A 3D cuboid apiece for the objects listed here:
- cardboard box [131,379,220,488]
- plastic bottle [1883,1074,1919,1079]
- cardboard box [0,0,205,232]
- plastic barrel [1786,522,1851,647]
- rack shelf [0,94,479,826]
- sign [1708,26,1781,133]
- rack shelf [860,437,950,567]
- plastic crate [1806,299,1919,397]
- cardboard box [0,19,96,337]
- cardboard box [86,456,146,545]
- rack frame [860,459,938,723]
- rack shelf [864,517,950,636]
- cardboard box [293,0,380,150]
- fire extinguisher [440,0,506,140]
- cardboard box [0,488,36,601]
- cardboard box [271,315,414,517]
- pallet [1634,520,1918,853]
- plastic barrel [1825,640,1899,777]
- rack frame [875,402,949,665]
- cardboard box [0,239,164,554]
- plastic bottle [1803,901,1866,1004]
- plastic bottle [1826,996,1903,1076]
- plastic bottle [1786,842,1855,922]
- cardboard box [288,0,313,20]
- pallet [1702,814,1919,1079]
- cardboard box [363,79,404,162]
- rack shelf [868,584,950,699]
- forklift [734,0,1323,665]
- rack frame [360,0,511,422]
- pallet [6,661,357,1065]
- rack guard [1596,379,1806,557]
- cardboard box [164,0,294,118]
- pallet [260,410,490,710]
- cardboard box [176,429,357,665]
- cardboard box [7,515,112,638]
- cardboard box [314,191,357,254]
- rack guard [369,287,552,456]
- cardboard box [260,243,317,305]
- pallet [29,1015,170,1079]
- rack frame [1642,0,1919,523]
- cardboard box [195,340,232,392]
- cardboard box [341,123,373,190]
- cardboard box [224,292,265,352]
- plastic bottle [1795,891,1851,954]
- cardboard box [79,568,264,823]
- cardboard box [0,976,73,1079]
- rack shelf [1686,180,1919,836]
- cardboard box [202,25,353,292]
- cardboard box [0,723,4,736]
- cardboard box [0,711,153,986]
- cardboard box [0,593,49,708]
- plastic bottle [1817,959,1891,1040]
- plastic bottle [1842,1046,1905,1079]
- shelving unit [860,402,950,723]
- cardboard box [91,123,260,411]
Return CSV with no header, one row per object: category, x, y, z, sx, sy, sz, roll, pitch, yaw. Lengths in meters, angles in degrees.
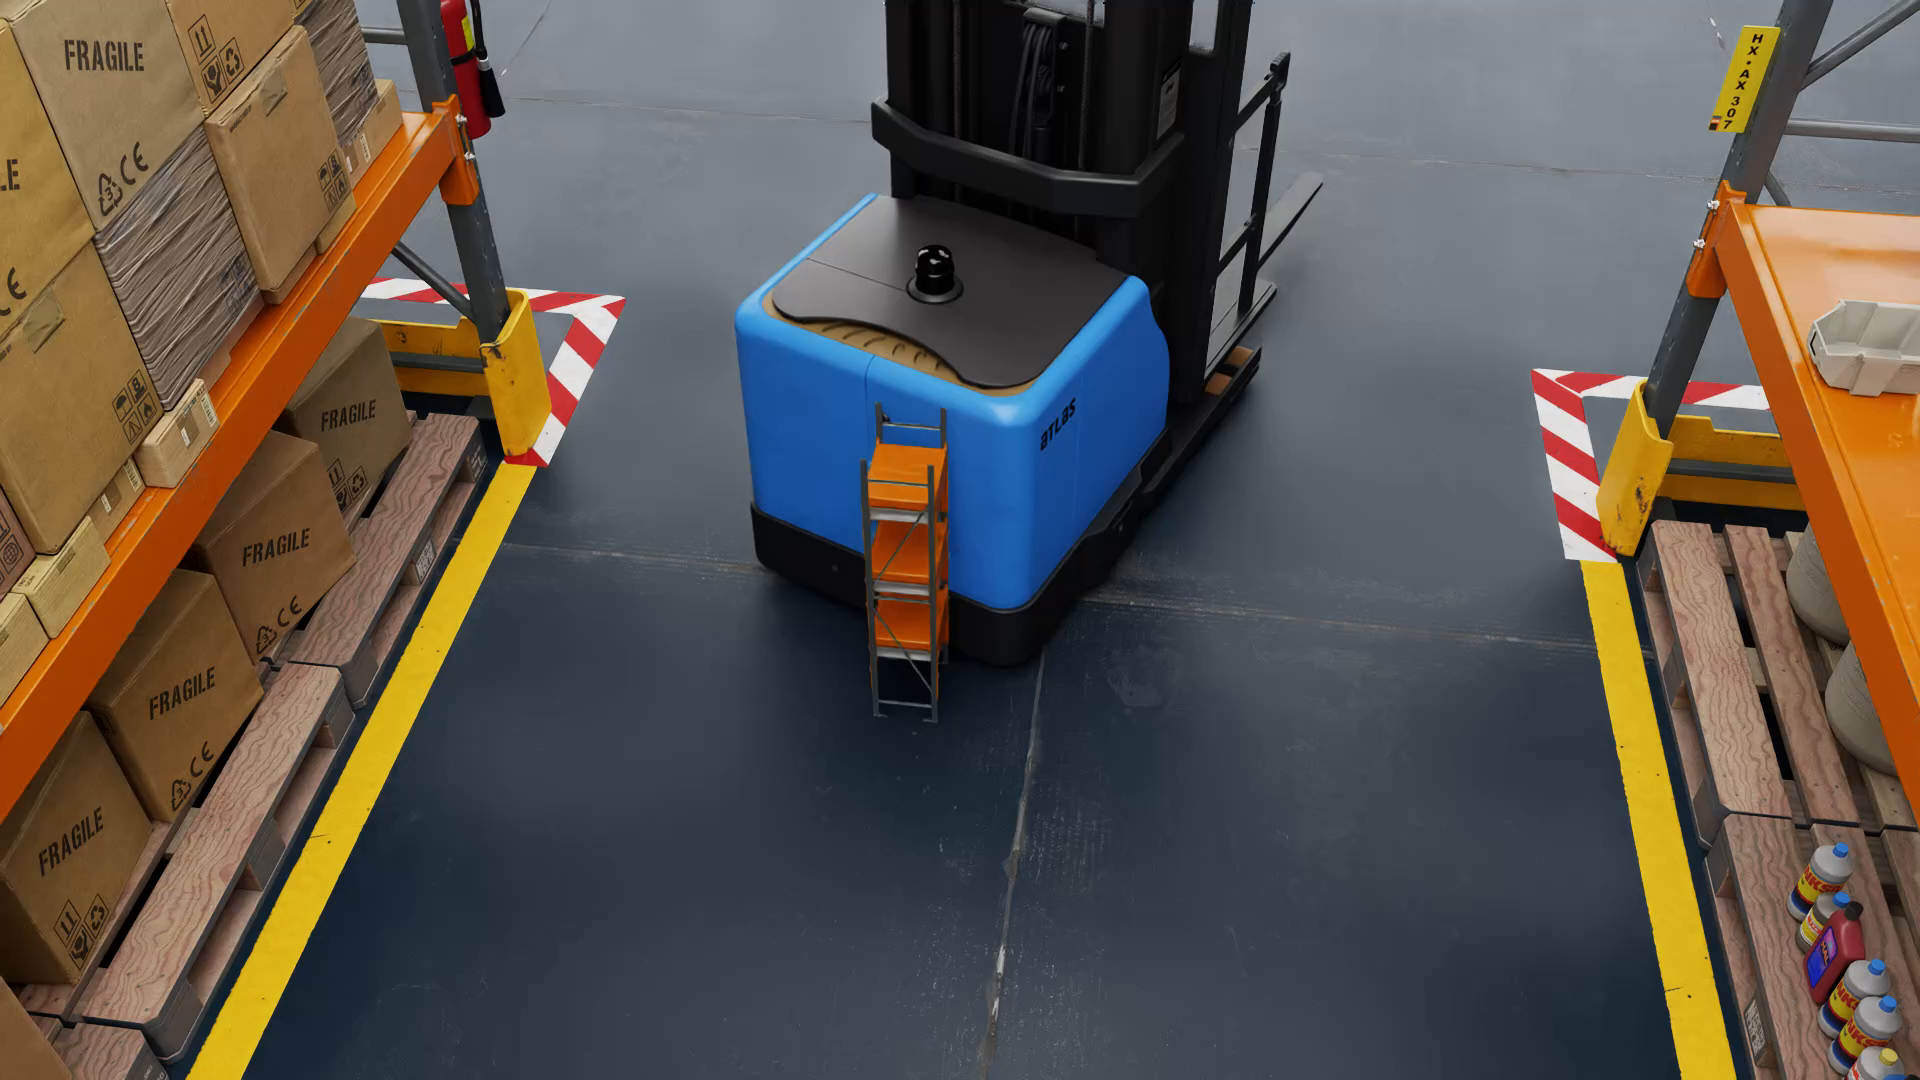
cardboard box,-2.052,-0.275,4.042,0.380,0.149,0.250,5,44,6
plastic bottle,2.151,1.317,3.842,0.097,0.271,0.097,0,43,0
cardboard box,-2.081,-1.040,3.650,0.500,0.500,0.500,5,44,6
plastic barrel,2.774,0.045,5.025,0.421,0.512,0.421,0,43,0
rack shelf,-2.389,0.013,4.078,1.077,0.370,4.000,5,44,6
sign,2.240,-1.315,4.755,0.100,0.325,0.005,5,44,6
rack shelf,-0.153,-0.107,4.702,0.215,0.259,0.240,5,44,6
plastic crate,2.348,-0.485,4.272,0.298,0.136,0.250,5,44,6
cardboard box,-2.155,-0.700,3.291,0.500,0.500,0.500,5,44,6
cardboard box,-2.153,-0.111,3.869,0.380,0.149,0.250,5,44,6
rack frame,-0.169,0.175,4.802,0.200,1.050,0.008,5,44,6
rack shelf,-0.153,0.099,4.897,0.215,0.259,0.240,5,44,6
cardboard box,-2.224,-1.383,4.740,0.875,0.500,0.500,5,44,6
fire extinguisher,-1.652,-1.619,5.335,0.296,0.674,0.183,5,44,6
cardboard box,-2.465,-0.018,3.298,0.875,0.500,0.500,5,44,6
cardboard box,-2.223,-0.432,5.537,0.500,0.500,0.500,13,45,13
pallet,2.709,0.461,5.110,1.003,0.211,1.213,5,44,6
plastic barrel,2.708,0.387,4.664,0.421,0.512,0.421,0,43,0
rack frame,-0.136,0.008,4.978,0.200,1.050,0.008,5,44,6
cardboard box,-2.358,-0.355,3.654,0.875,0.500,0.500,5,44,6
plastic bottle,2.189,1.025,4.141,0.061,0.283,0.133,6,44,6
plastic bottle,2.178,1.179,3.988,0.097,0.271,0.097,0,43,0
plastic bottle,2.237,0.877,4.306,0.097,0.271,0.097,0,43,0
cardboard box,-1.952,-1.721,4.370,0.500,0.500,0.500,5,44,6
pallet,2.545,1.290,4.234,1.003,0.211,1.213,5,44,6
cardboard box,-1.957,-1.307,5.132,0.380,0.149,0.250,5,44,6
rack shelf,-0.153,0.301,5.088,0.215,0.259,0.240,5,44,6
forklift,0.490,-1.670,5.382,1.130,2.935,3.031,22,48,22
rack frame,-2.124,-1.611,5.270,1.000,3.000,0.127,5,44,6
pallet,-2.441,0.833,4.717,1.003,0.211,1.213,5,44,6
rack guard,2.822,-0.197,5.595,1.175,0.500,0.348,5,44,6
cardboard box,-2.013,-1.380,4.010,0.500,0.500,0.500,5,44,6
pallet,-2.277,0.003,5.593,1.003,0.211,1.213,5,44,6
cardboard box,-2.269,-0.022,5.104,0.500,0.500,0.500,16,46,16
cardboard box,-2.142,0.063,3.684,0.380,0.149,0.250,5,44,6
cardboard box,-1.973,-0.962,4.767,0.380,0.149,0.250,5,44,6
rack guard,-2.134,-0.652,6.075,1.175,0.500,0.348,5,44,6
cardboard box,-2.021,-0.793,4.588,0.380,0.149,0.250,5,44,6
pallet,-2.599,1.666,3.837,1.003,0.211,1.213,5,44,6
rack frame,2.785,-1.161,4.795,1.000,3.000,0.127,5,44,6
cardboard box,-2.106,-0.454,4.230,0.380,0.149,0.250,5,44,6
cardboard box,-1.991,-1.137,4.952,0.380,0.149,0.250,5,44,6
cardboard box,-2.096,-0.626,4.412,0.380,0.149,0.250,5,44,6
plastic bottle,2.223,0.973,4.256,0.097,0.201,0.097,0,43,0
cardboard box,-2.370,0.403,4.655,0.500,0.500,0.500,9,44,9
cardboard box,-2.492,1.210,3.803,0.500,0.500,0.500,19,46,19
rack shelf,2.521,0.463,3.602,1.077,0.370,4.000,5,44,6
cardboard box,-2.171,-1.032,4.369,0.875,0.500,0.500,5,44,6
cardboard box,-2.178,0.407,3.321,0.380,0.149,0.250,5,44,6
cardboard box,-2.488,0.780,4.258,0.500,0.500,0.500,2,43,2
cardboard box,-2.186,0.233,3.505,0.380,0.149,0.250,5,44,6
plastic bottle,2.191,1.111,4.060,0.097,0.271,0.097,0,43,0
plastic bottle,2.165,1.272,3.940,0.097,0.201,0.097,0,43,0
shelving unit,-0.153,0.092,4.890,0.215,1.050,0.252,5,44,6
cardboard box,-2.280,-0.695,4.013,0.875,0.500,0.500,5,44,6
